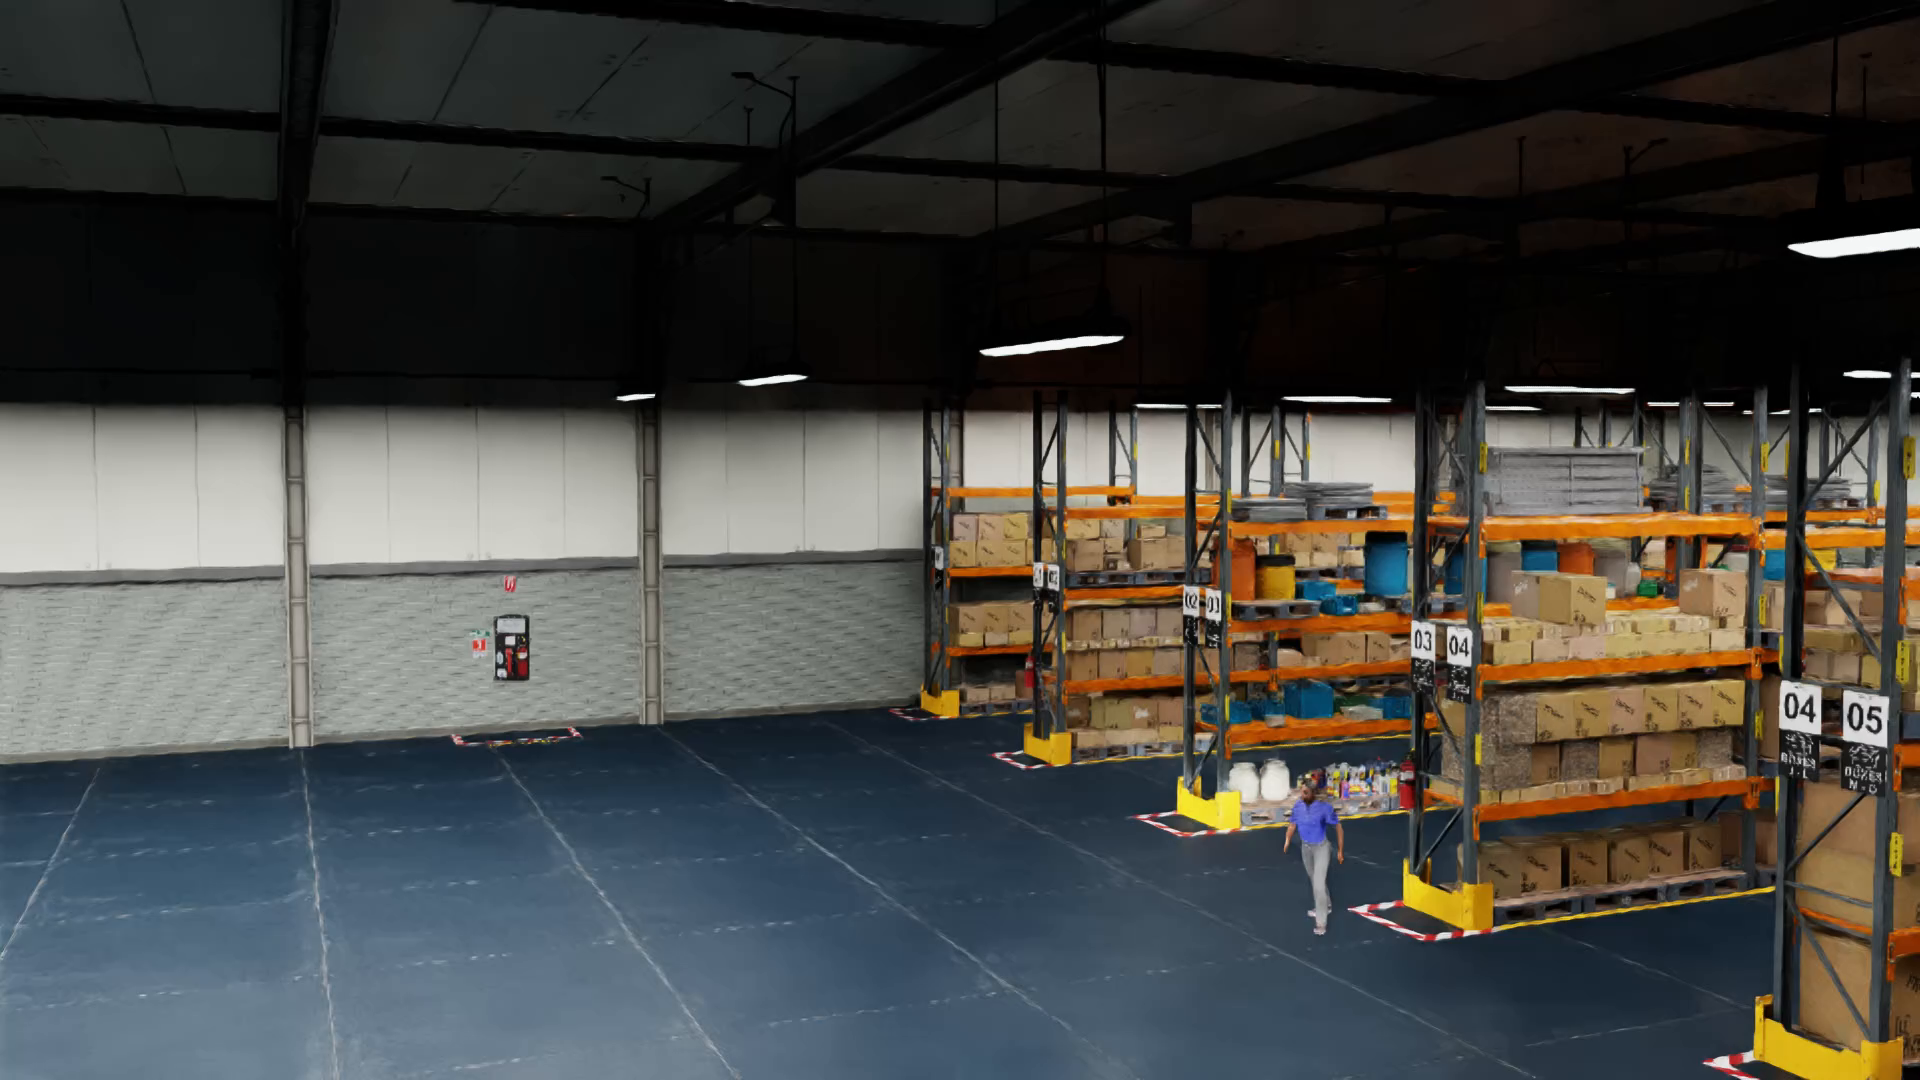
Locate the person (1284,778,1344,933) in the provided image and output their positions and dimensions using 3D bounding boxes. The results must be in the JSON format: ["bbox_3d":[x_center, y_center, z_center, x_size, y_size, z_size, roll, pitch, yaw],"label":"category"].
[{"bbox_3d":[3.831,3.315,17.742,0.828,1.588,0.621,-3,4,-40],"label":"person"}]
